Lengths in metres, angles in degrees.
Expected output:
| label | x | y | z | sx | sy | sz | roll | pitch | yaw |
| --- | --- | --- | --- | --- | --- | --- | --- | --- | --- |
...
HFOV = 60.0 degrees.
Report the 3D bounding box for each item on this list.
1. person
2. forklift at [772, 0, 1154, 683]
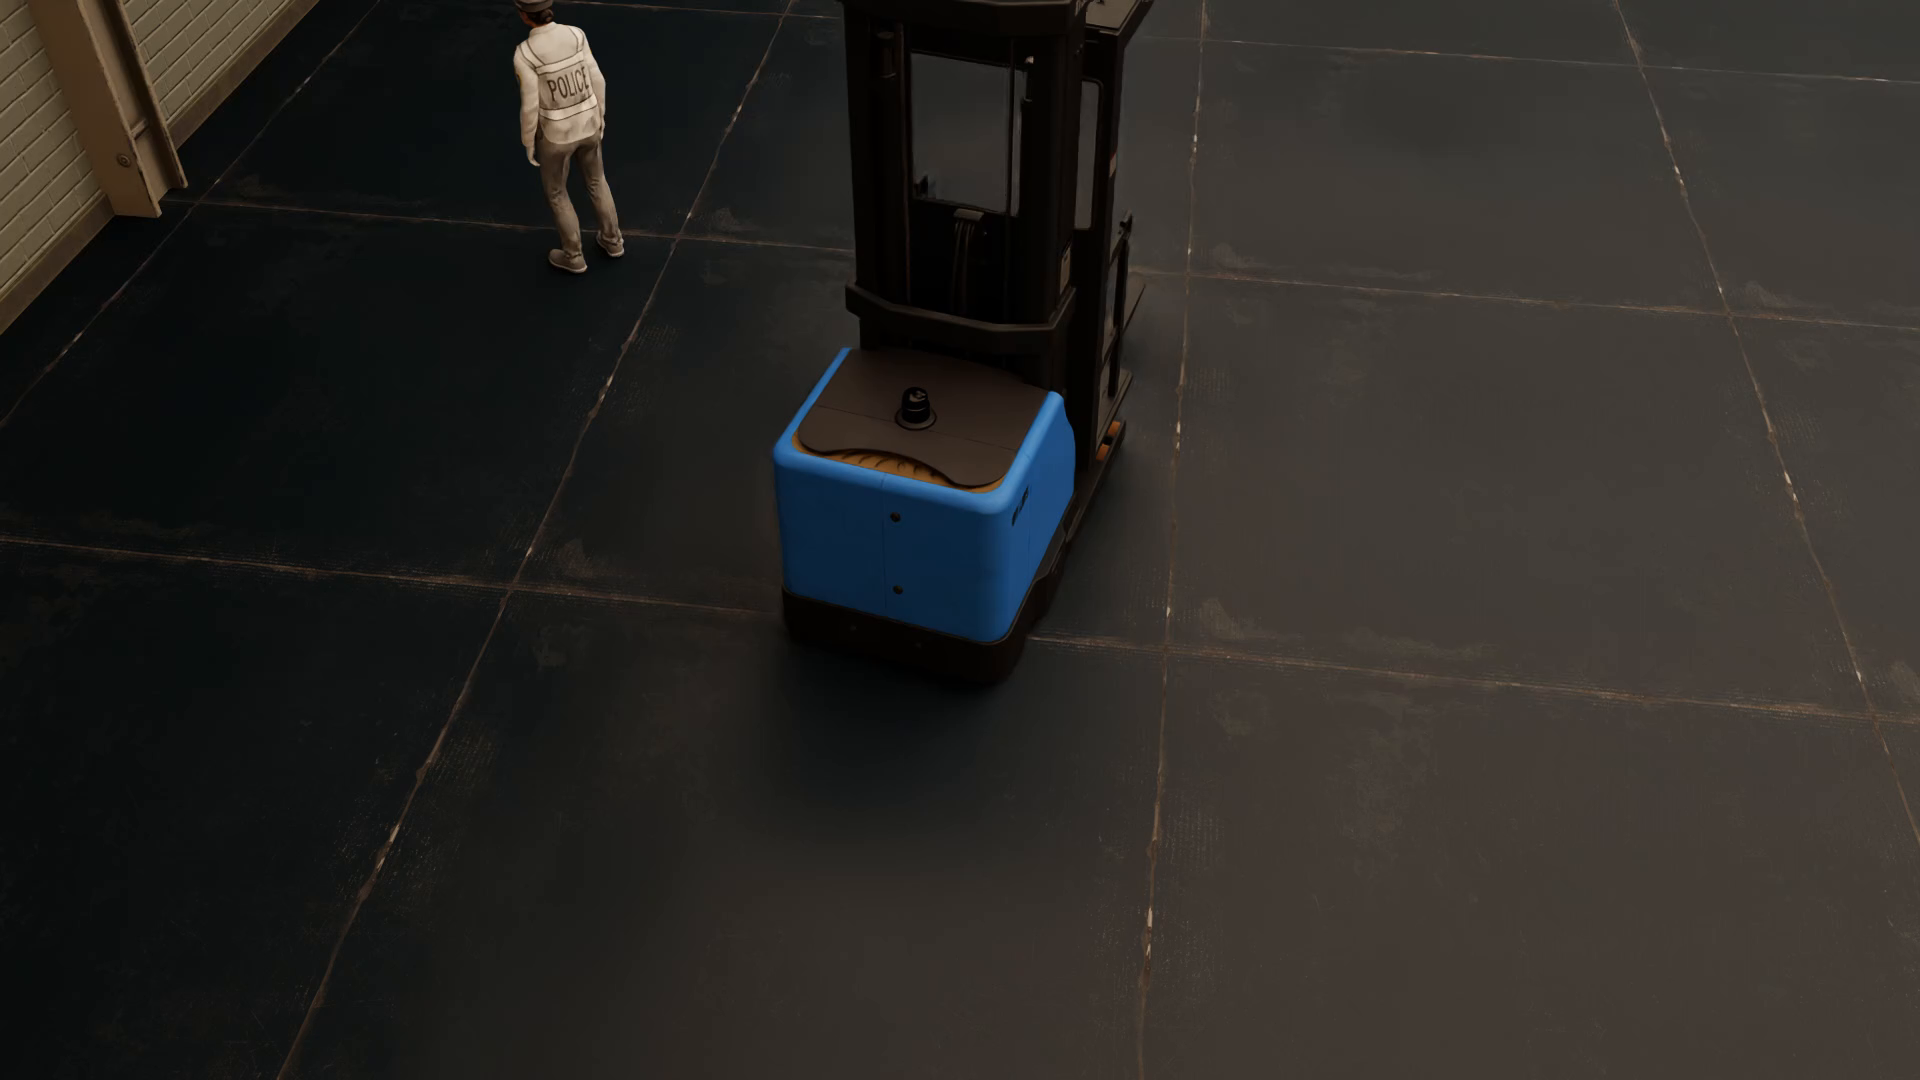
| label | x | y | z | sx | sy | sz | roll | pitch | yaw |
| --- | --- | --- | --- | --- | --- | --- | --- | --- | --- |
| person | -2.163 | -2.236 | 9.099 | 0.529 | 1.663 | 0.374 | -32 | 51 | -30 |
| forklift | 0.194 | -1.476 | 7.331 | 1.130 | 2.935 | 3.031 | 14 | 44 | 14 |
